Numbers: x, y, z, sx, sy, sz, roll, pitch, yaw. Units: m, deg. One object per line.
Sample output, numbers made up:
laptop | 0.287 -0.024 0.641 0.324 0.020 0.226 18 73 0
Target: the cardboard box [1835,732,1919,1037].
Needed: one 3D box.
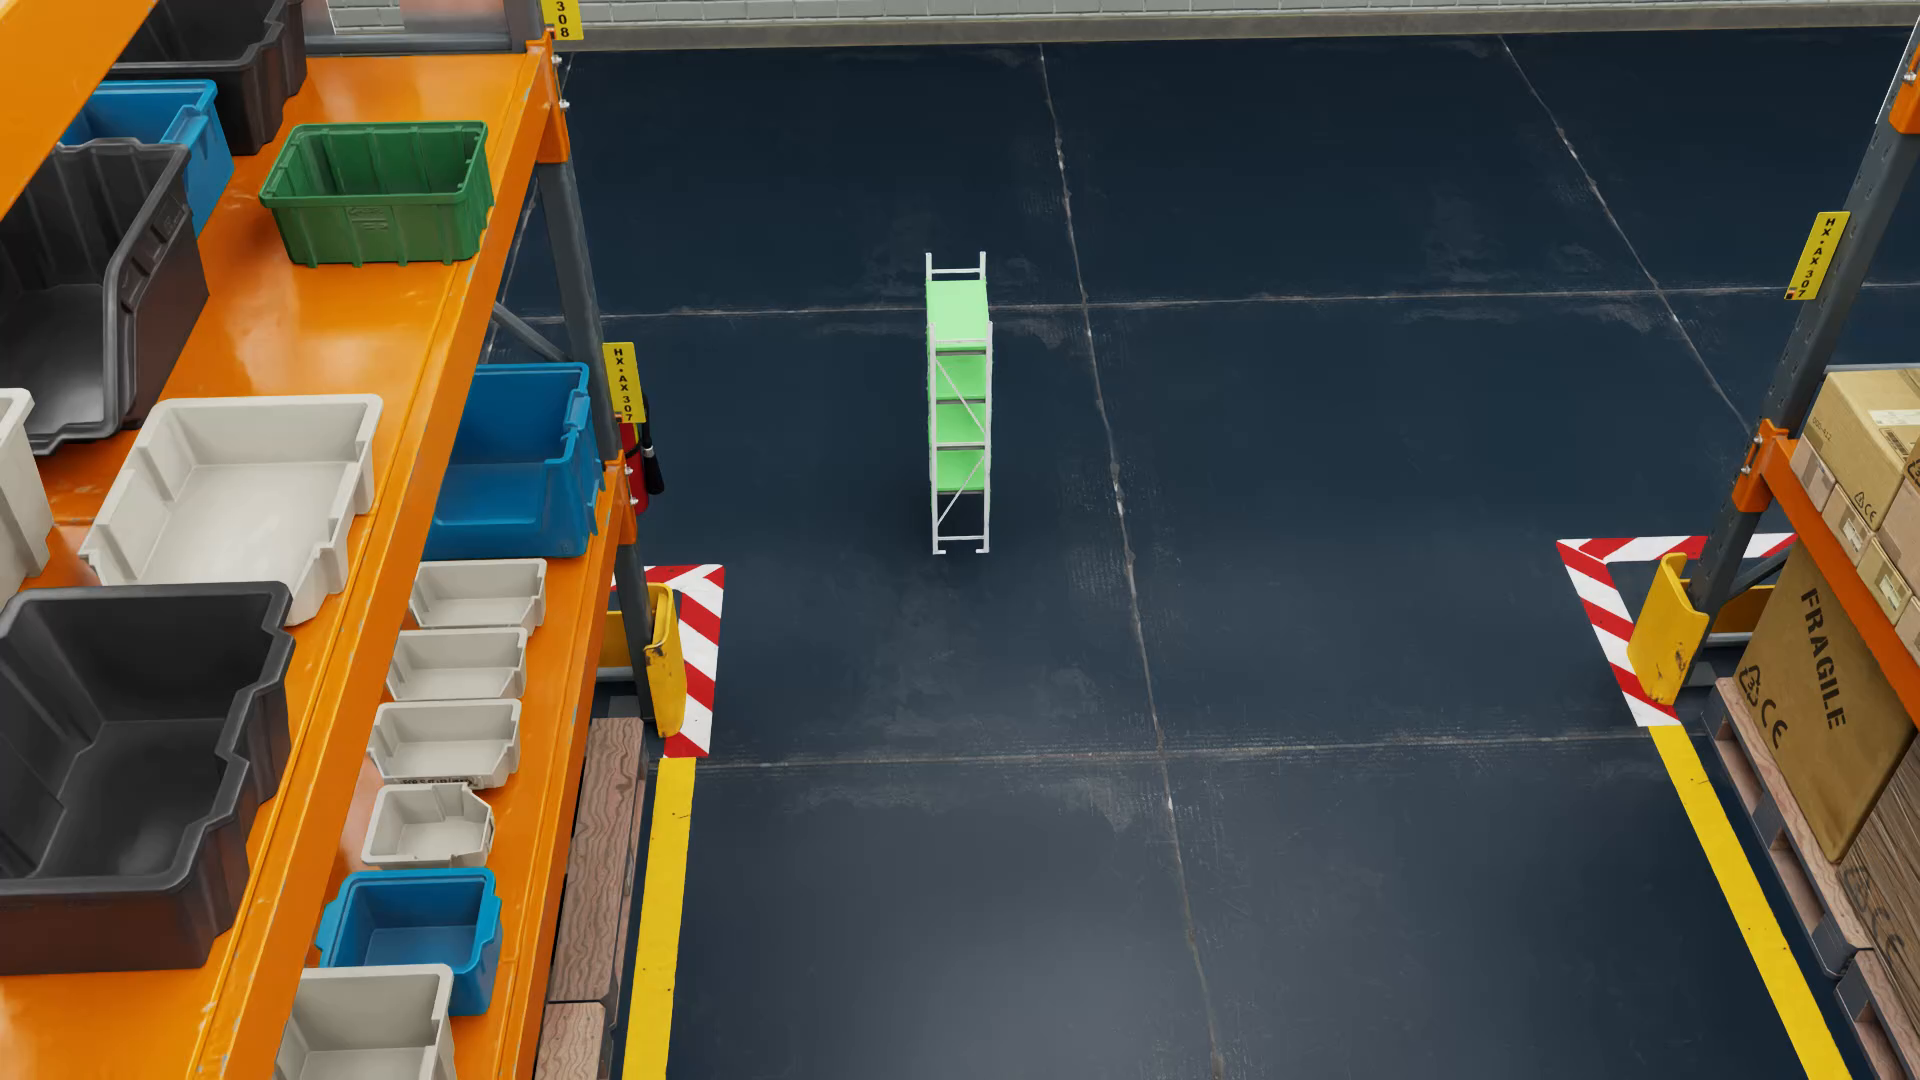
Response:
cardboard box | 3.441 1.102 5.089 0.875 0.875 0.875 -2 43 -2

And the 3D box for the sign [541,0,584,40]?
sign | -1.104 -1.522 4.548 0.100 0.325 0.005 -2 43 -2

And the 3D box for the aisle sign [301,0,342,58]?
aisle sign | -1.953 -1.426 4.662 0.394 0.787 0.004 -2 43 -2

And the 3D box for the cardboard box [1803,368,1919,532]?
cardboard box | 3.046 -0.293 5.240 0.500 0.250 0.500 -3 43 -3

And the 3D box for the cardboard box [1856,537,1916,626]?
cardboard box | 3.004 0.118 5.088 0.380 0.149 0.250 -3 43 -3

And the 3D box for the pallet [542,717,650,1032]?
pallet | -1.657 1.158 5.831 1.003 0.211 1.213 -2 43 -2

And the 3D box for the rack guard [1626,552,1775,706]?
rack guard | 3.294 0.335 6.514 1.175 0.500 0.348 -2 43 -2

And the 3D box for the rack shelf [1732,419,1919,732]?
rack shelf | 3.380 1.045 4.422 1.077 0.370 4.000 -2 43 -2

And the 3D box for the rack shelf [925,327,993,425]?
rack shelf | -0.007 -0.684 6.847 0.258 0.148 0.480 -2 43 -2

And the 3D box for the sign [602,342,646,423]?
sign | -1.104 -0.515 5.471 0.100 0.325 0.005 -2 43 -2

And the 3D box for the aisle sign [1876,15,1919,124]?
aisle sign | 2.993 -1.568 4.817 0.394 0.787 0.004 -2 43 -2

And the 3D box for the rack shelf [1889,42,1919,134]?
rack shelf | 3.380 -0.061 3.409 1.077 0.370 4.000 -2 43 -2

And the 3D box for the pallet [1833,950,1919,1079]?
pallet | 3.456 1.817 5.112 1.003 0.211 1.213 -2 43 -2

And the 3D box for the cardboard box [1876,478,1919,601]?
cardboard box | 3.075 0.058 4.858 0.500 0.250 0.500 -2 43 -2

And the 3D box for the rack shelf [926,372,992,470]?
rack shelf | -0.007 -0.507 7.010 0.258 0.148 0.480 -2 43 -2

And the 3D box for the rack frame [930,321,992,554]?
rack frame | 0.003 -0.389 6.787 0.240 1.200 0.015 -2 43 -2

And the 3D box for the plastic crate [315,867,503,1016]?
plastic crate | -1.310 0.991 4.029 0.416 0.233 0.300 -2 43 -2

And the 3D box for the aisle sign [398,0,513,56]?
aisle sign | -1.363 -1.443 4.681 0.394 0.787 0.004 -2 43 -2

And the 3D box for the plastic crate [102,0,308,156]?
plastic crate | -1.915 -1.218 4.235 0.497 0.269 0.590 -2 43 -2

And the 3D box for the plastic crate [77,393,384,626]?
plastic crate | -1.317 -0.049 3.058 0.437 0.136 0.530 -2 43 -2

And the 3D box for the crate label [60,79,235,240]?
crate label | -1.937 -0.847 3.844 0.408 0.251 0.502 -2 43 -2

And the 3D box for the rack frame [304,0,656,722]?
rack frame | -1.653 -0.428 5.497 1.000 3.000 0.127 -2 43 -2

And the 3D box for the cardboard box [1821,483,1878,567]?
cardboard box | 2.993 -0.055 5.276 0.380 0.149 0.250 -2 43 -2

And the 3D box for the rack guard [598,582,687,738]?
rack guard | -1.667 0.478 6.359 1.175 0.500 0.348 -2 43 -2

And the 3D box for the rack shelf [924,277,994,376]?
rack shelf | -0.007 -0.861 6.685 0.258 0.148 0.480 -2 43 -2

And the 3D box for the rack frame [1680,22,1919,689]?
rack frame | 3.296 -0.570 5.652 1.000 3.000 0.127 -2 43 -2

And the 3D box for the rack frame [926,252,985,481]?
rack frame | -0.017 -0.719 7.146 0.240 1.200 0.015 -2 43 -2

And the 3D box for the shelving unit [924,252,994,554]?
shelving unit | -0.007 -0.554 6.966 0.258 1.200 0.503 -2 43 -2

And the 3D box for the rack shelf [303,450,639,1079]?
rack shelf | -1.568 1.187 4.267 1.077 0.370 4.000 -2 43 -2

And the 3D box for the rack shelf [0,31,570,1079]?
rack shelf | -1.568 0.082 3.254 1.077 0.370 4.000 -2 43 -2

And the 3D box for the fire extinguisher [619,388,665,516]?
fire extinguisher | -1.205 -0.377 5.775 0.296 0.674 0.183 -2 43 -2

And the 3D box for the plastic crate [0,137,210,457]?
plastic crate | -1.863 -0.472 3.371 0.504 0.338 0.767 -2 43 -2

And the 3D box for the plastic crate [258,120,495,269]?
plastic crate | -1.326 -0.798 3.838 0.450 0.188 0.336 -2 43 -2

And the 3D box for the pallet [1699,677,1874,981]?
pallet | 3.408 0.995 6.008 1.003 0.211 1.213 -2 43 -2

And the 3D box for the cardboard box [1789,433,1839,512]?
cardboard box | 2.981 -0.228 5.465 0.380 0.149 0.250 -1 43 -1

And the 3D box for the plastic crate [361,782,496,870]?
plastic crate | -1.372 0.775 4.335 0.298 0.136 0.250 -2 43 -2

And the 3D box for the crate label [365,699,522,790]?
crate label | -1.403 0.576 4.553 0.396 0.136 0.243 -2 43 -2

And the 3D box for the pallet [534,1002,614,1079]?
pallet | -1.608 1.979 4.934 1.003 0.211 1.213 -2 43 -2

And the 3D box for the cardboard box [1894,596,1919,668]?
cardboard box | 3.017 0.294 4.896 0.380 0.149 0.250 -2 43 -2

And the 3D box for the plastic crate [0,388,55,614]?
plastic crate | -1.867 0.015 2.882 0.437 0.282 0.530 -2 43 -2

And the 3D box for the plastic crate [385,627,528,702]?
plastic crate | -1.440 0.388 4.757 0.396 0.136 0.243 -2 43 -2

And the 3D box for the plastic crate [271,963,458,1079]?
plastic crate | -1.364 1.258 3.701 0.437 0.282 0.530 -2 43 -2

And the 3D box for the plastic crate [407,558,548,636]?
plastic crate | -1.437 0.192 4.971 0.396 0.136 0.243 -2 43 -2

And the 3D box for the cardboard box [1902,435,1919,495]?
cardboard box | 3.067 -0.232 4.619 0.500 0.500 0.500 -3 43 -3

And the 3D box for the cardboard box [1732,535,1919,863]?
cardboard box | 3.403 0.488 5.759 0.875 0.875 0.875 -2 43 -2

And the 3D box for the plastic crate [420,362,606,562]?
plastic crate | -1.452 -0.242 5.224 0.616 0.435 0.499 -2 43 -2

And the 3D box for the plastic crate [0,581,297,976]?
plastic crate | -1.262 0.368 2.505 0.497 0.269 0.590 -2 43 -2

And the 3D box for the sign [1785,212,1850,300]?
sign | 2.741 -0.907 5.320 0.100 0.325 0.005 -2 43 -2

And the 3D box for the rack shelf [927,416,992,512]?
rack shelf | -0.007 -0.330 7.172 0.258 0.148 0.480 -2 43 -2
